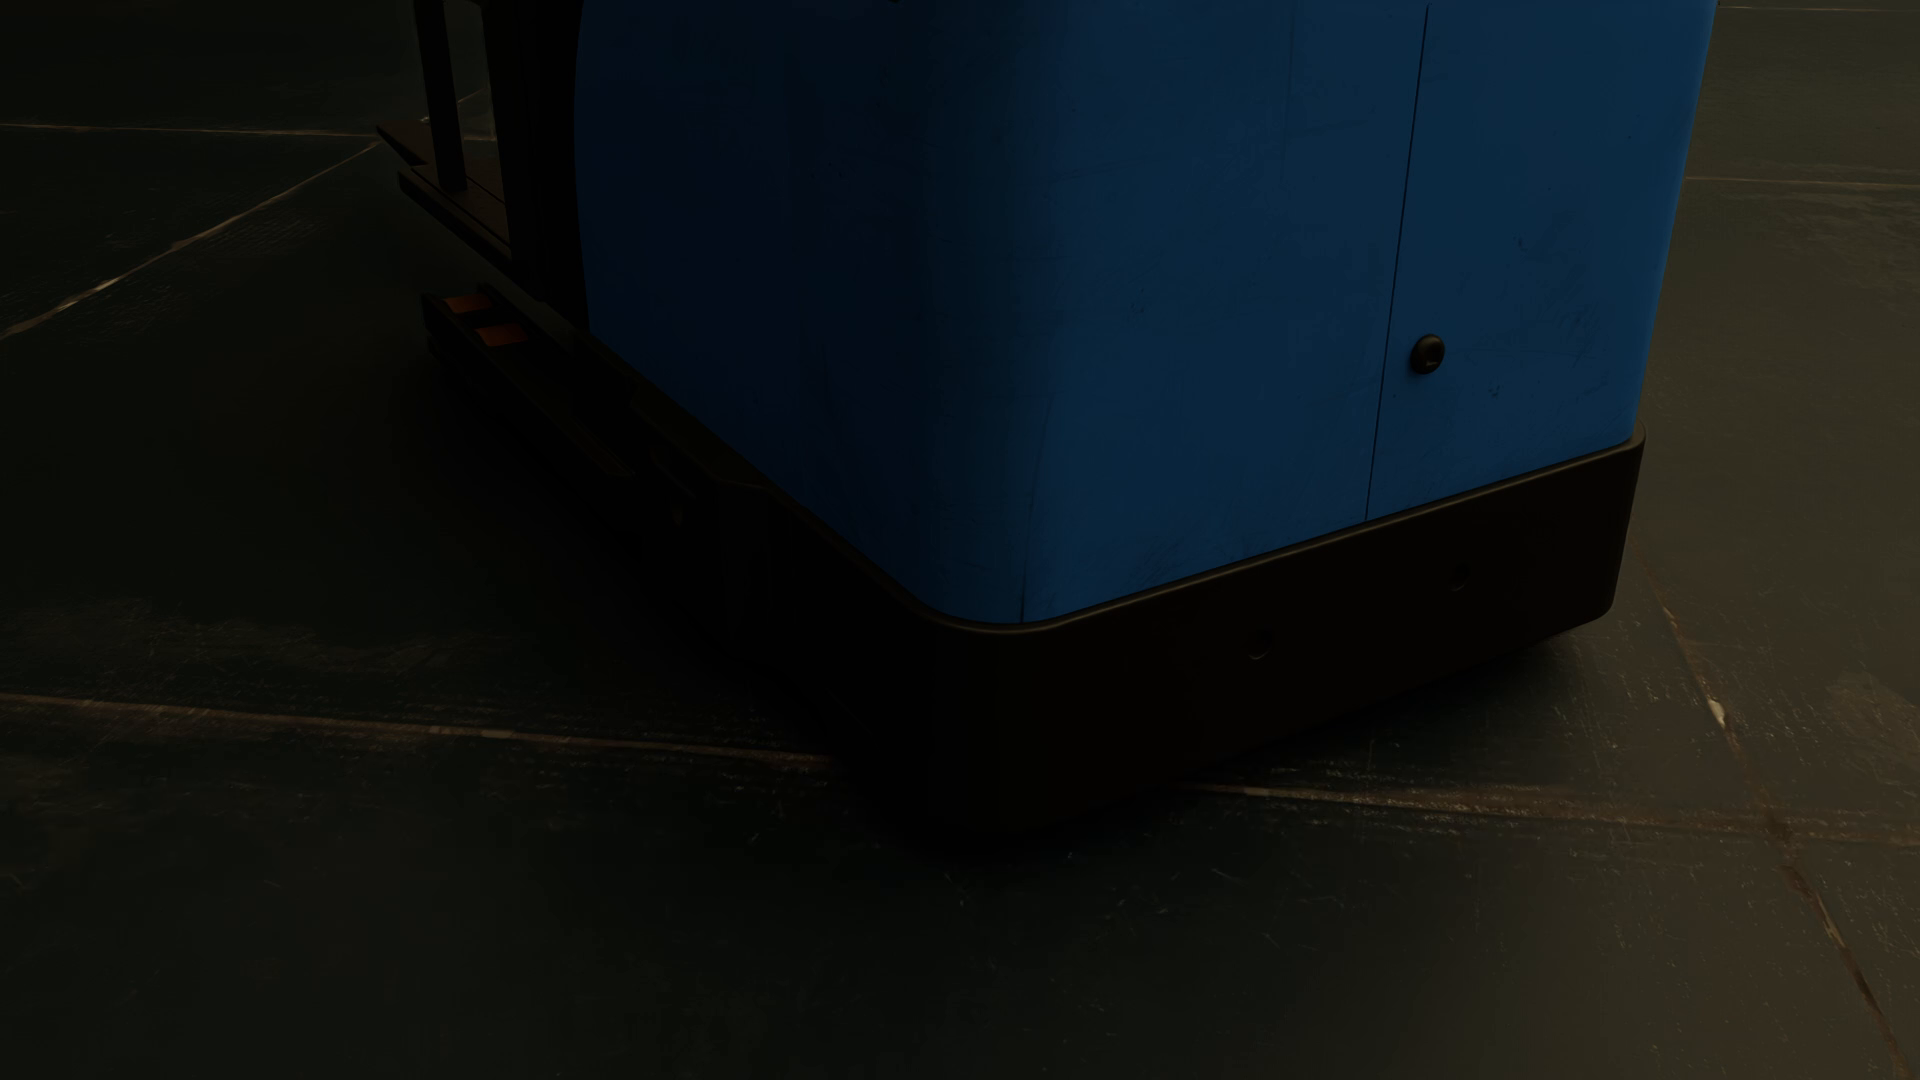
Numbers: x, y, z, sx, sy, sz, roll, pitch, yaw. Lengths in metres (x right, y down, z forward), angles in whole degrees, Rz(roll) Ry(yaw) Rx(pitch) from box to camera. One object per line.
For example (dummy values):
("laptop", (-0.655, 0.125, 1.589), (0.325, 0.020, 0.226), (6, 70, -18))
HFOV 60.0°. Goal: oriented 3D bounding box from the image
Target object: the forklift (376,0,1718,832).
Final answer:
("forklift", (-0.333, -1.624, 2.471), (1.130, 2.935, 3.031), (-15, 30, -28))
